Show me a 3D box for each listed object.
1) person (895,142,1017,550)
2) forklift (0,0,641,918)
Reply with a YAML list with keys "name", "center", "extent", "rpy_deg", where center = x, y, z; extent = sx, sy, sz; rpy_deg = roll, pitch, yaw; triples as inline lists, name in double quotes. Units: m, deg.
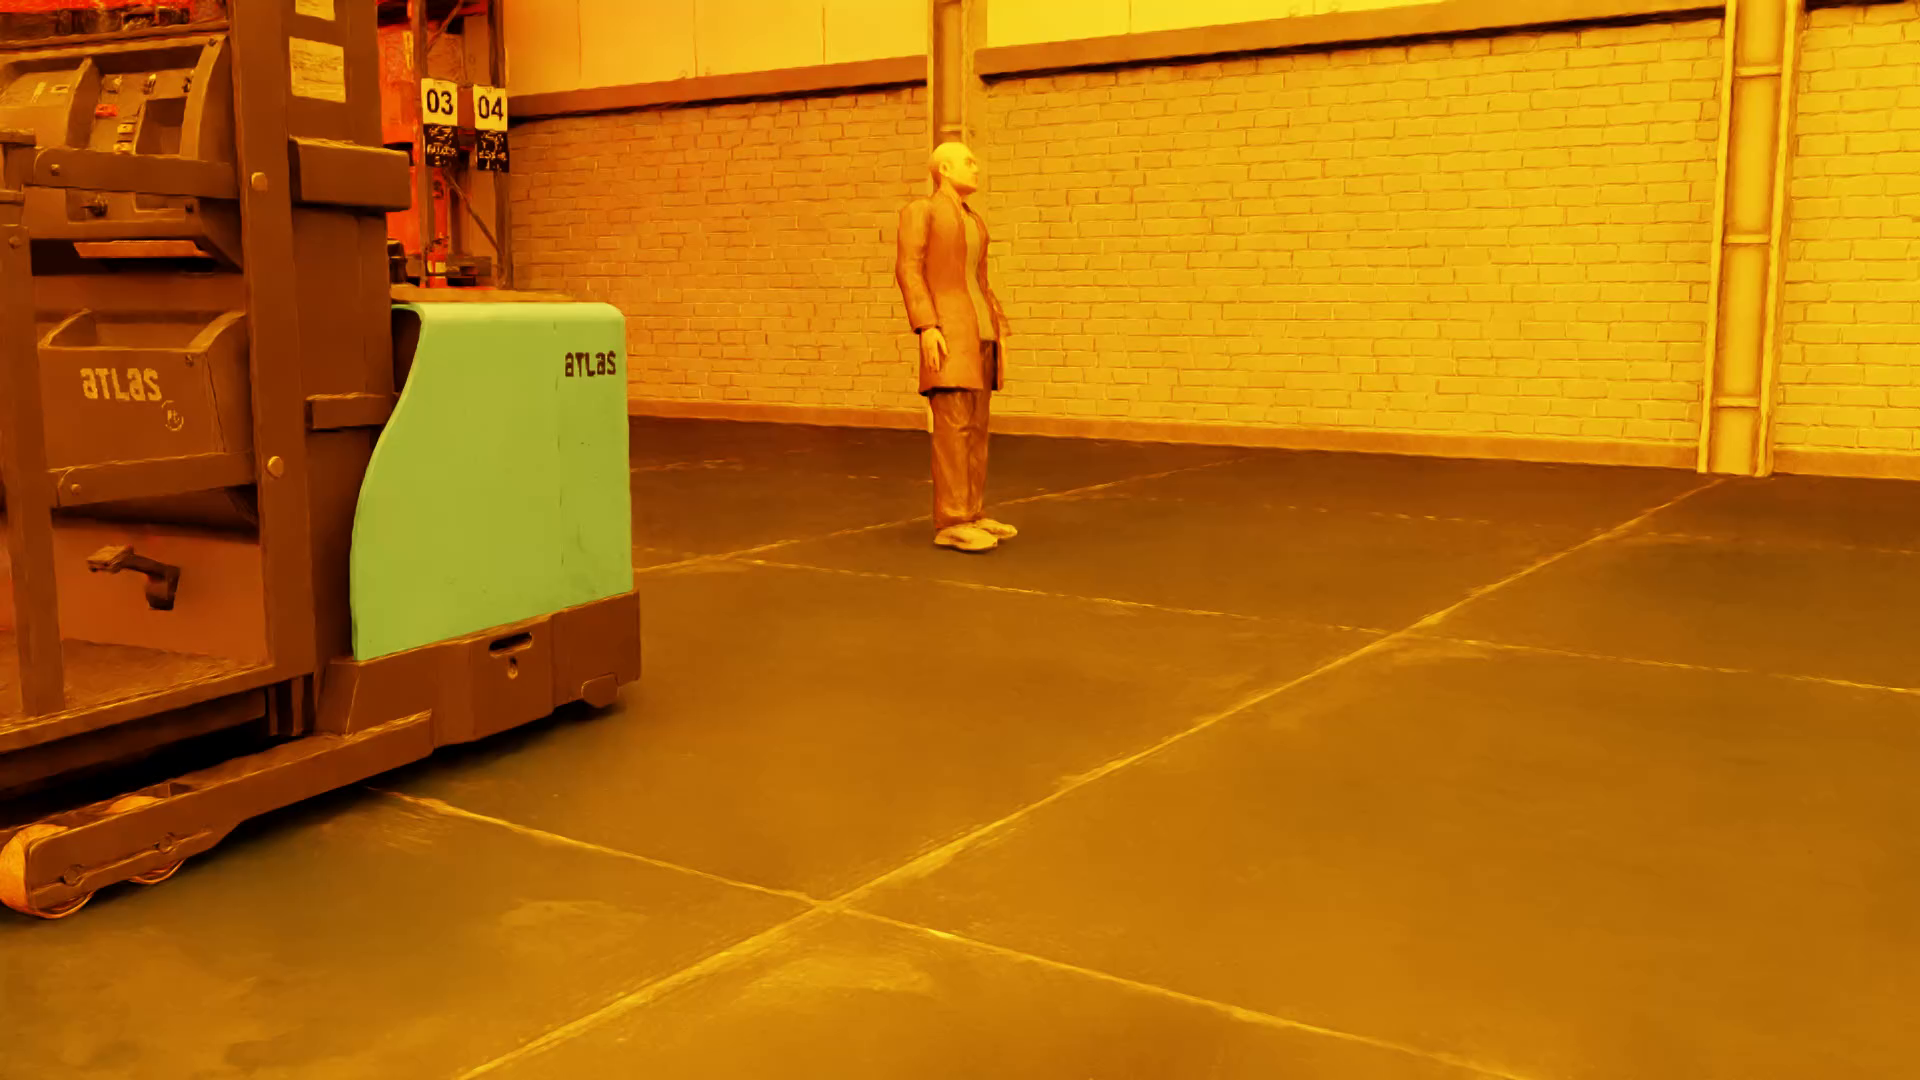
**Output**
- name: "person"
  center: [0.073, -0.880, 7.423]
  extent: [0.580, 1.776, 0.694]
  rpy_deg: [5, 10, 34]
- name: "forklift"
  center: [-1.940, -0.854, 3.201]
  extent: [1.130, 2.935, 3.031]
  rpy_deg: [4, 9, 25]
